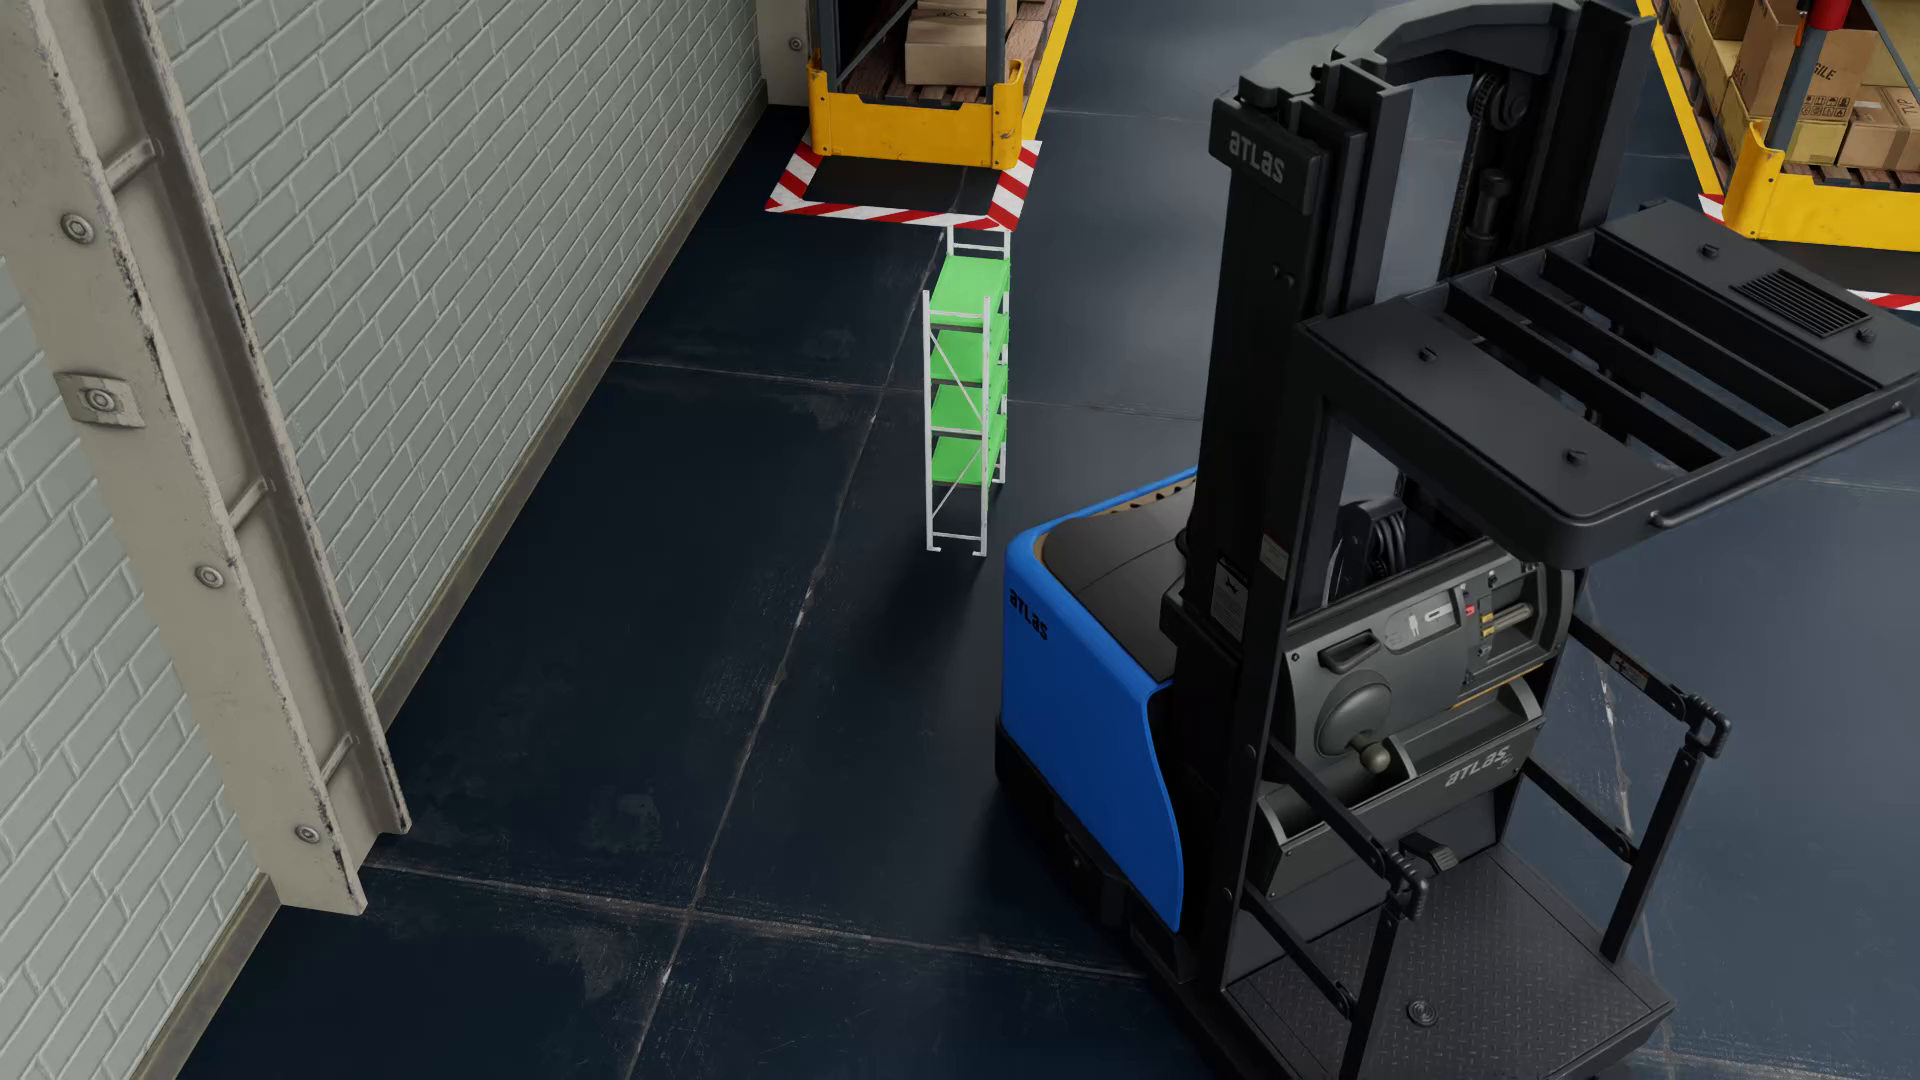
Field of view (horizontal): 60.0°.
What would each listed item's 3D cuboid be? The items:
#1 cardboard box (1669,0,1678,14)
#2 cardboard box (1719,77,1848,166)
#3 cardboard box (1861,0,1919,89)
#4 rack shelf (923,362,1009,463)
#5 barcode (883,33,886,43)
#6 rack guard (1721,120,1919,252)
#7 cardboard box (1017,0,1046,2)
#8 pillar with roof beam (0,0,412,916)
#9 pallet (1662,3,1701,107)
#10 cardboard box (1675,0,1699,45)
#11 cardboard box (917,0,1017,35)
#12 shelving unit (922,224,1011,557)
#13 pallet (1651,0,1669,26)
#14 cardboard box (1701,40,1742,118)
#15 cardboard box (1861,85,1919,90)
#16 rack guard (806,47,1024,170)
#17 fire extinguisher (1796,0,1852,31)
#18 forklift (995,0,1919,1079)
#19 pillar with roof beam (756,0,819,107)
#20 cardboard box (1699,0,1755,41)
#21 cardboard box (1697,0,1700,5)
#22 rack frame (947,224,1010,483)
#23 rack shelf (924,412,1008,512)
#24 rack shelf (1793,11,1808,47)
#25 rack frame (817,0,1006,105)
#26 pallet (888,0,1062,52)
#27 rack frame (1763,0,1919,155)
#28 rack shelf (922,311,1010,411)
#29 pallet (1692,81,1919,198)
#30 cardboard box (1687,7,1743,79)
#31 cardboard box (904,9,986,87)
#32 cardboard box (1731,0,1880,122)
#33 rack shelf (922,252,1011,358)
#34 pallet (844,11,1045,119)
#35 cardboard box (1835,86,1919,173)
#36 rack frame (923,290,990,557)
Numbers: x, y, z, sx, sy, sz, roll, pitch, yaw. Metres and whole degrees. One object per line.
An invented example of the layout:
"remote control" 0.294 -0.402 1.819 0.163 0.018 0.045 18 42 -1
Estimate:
"cardboard box" 4.750 -3.515 10.476 0.500 0.250 0.500 6 40 8
"cardboard box" 4.422 -2.258 8.955 0.500 0.250 0.500 6 40 8
"cardboard box" 5.017 -2.804 9.027 0.500 0.500 0.500 6 40 8
"rack shelf" 0.029 -0.517 6.534 0.258 0.148 0.480 6 40 8
"barcode" -0.442 -2.947 9.718 0.001 0.075 0.075 6 40 8
"rack guard" 4.616 -1.808 8.544 1.175 0.500 0.348 6 40 8
"cardboard box" 0.224 -3.773 10.576 0.700 0.500 0.500 4 40 5
"pillar with roof beam" 2.212 -1.937 2.031 9.100 9.000 0.400 6 40 8
"pallet" 4.925 -2.960 10.164 1.003 0.211 1.213 6 40 8
"cardboard box" 4.670 -3.200 10.095 0.500 0.250 0.500 6 40 8
"cardboard box" 0.048 -3.246 10.087 0.500 0.311 0.500 10 41 11
"shelving unit" 0.029 -0.566 6.493 0.258 1.200 0.503 6 40 8
"pallet" 5.134 -3.728 11.093 1.003 0.211 1.213 6 40 8
"cardboard box" 4.497 -2.573 9.336 0.500 0.250 0.500 6 40 8
"cardboard box" 5.015 -2.515 9.266 0.500 0.250 0.500 6 40 8
"rack guard" -0.246 -2.415 9.278 1.175 0.500 0.348 6 40 8
"fire extinguisher" 4.142 -2.734 7.763 0.296 0.674 0.183 6 40 8
"forklift" 1.297 0.347 4.030 1.130 2.935 3.031 -20 44 -23
"pillar with roof beam" 3.250 -5.702 6.585 9.100 9.000 0.400 6 40 8
"cardboard box" 4.579 -3.176 9.477 0.500 0.500 0.500 6 40 8
"cardboard box" 4.666 -3.490 9.857 0.500 0.500 0.500 6 40 8
"rack frame" 0.071 -0.719 6.679 0.240 1.200 0.015 6 40 8
"rack shelf" 0.029 -0.332 6.687 0.258 0.148 0.480 6 40 8
"rack shelf" 4.966 -3.764 9.514 1.077 0.370 4.000 6 40 8
"rack frame" -0.259 -3.330 8.424 1.000 3.000 0.127 6 40 8
"pallet" 0.143 -3.573 10.906 1.003 0.211 1.213 6 40 8
"rack frame" 4.620 -2.786 7.766 1.000 3.000 0.127 6 40 8
"rack shelf" 0.029 -0.702 6.381 0.258 0.148 0.480 6 40 8
"pallet" 4.711 -2.196 9.241 1.003 0.211 1.213 6 40 8
"cardboard box" 4.581 -2.887 9.716 0.500 0.250 0.500 6 40 8
"cardboard box" -0.051 -2.888 9.654 0.500 0.311 0.500 2 40 3
"cardboard box" 4.420 -2.547 8.716 0.500 0.500 0.500 6 40 8
"rack shelf" 0.029 -0.887 6.228 0.258 0.148 0.480 6 40 8
"pallet" -0.071 -2.809 9.982 1.003 0.211 1.213 6 40 8
"cardboard box" 4.932 -2.201 8.886 0.500 0.250 0.500 6 40 8
"rack frame" -0.014 -0.413 6.308 0.240 1.200 0.015 6 40 8
